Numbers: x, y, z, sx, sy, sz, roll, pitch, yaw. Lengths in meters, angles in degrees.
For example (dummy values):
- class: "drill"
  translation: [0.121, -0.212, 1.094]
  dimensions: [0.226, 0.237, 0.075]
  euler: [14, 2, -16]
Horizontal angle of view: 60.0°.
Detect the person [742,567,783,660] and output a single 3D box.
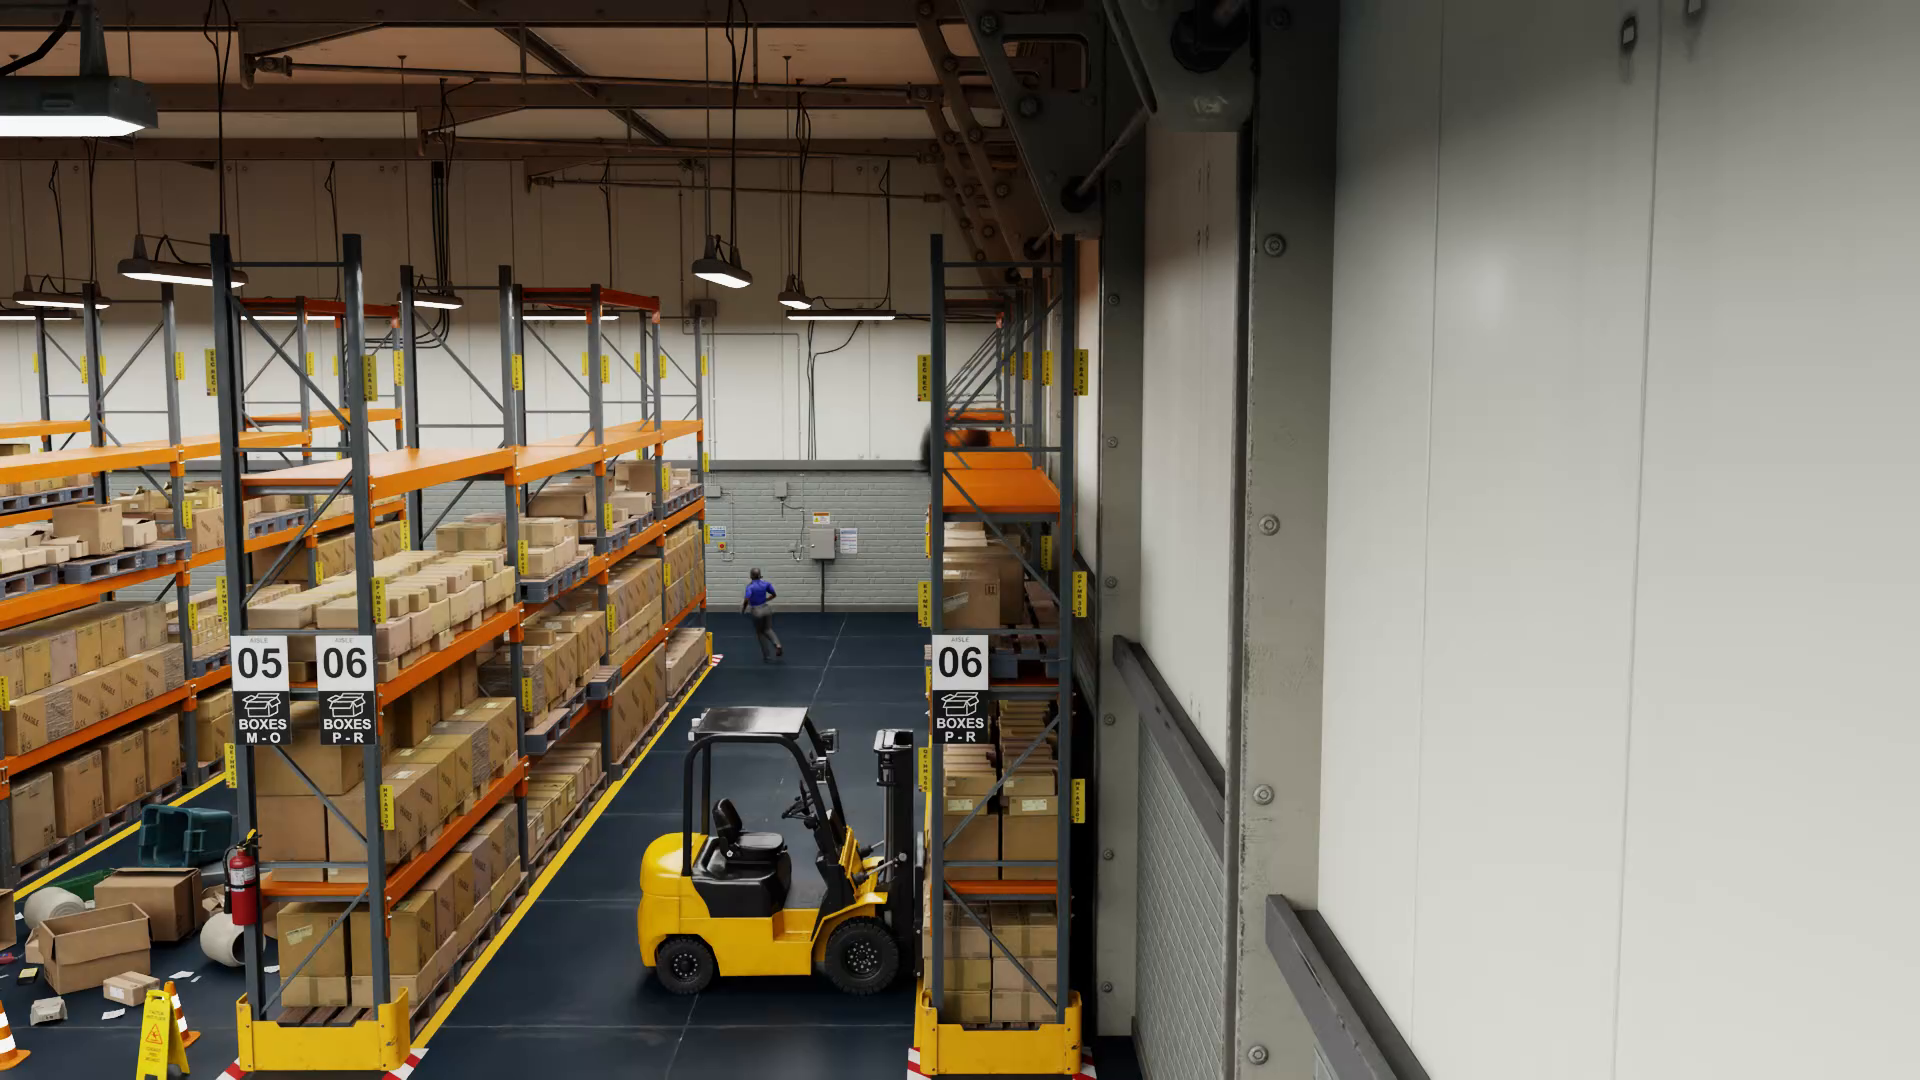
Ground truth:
- class: "person"
  translation: [-3.392, 1.267, 28.142]
  dimensions: [0.652, 1.630, 0.631]
  euler: [-4, 8, -34]
